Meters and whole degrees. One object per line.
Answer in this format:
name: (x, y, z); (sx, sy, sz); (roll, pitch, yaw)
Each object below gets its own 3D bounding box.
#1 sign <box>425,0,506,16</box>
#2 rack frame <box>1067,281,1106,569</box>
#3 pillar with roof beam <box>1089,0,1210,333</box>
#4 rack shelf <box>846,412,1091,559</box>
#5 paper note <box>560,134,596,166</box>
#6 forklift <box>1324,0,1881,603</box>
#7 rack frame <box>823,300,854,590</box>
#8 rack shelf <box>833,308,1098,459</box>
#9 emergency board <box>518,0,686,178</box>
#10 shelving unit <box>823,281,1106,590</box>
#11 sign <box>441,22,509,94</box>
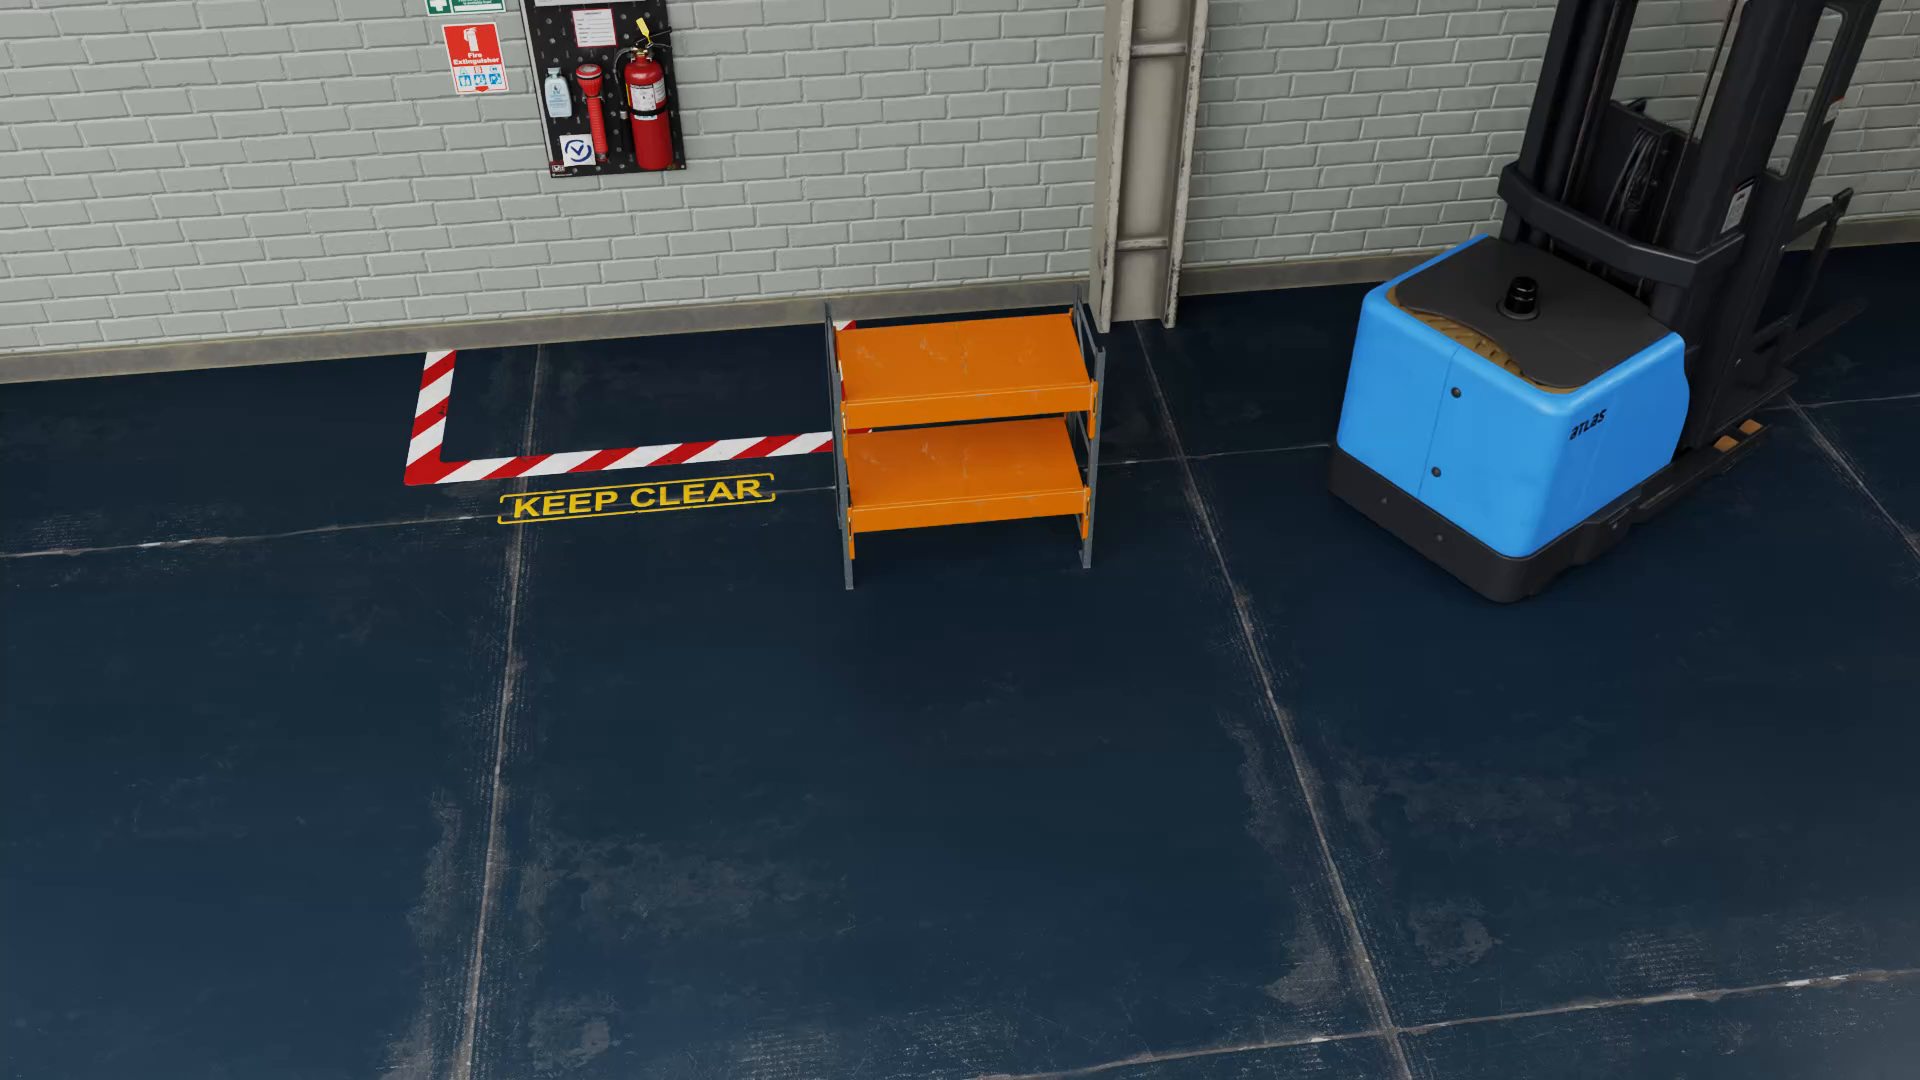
sign: (-2.132, -2.316, 7.156); (0.331, 0.109, 0.001); (-5, 42, -6)
rack frame: (0.511, -0.462, 6.923); (0.032, 1.125, 0.500); (-5, 42, -6)
pillar with roof beam: (1.437, -1.649, 2.360); (0.400, 9.000, 9.100); (-5, 42, -6)
rack shelf: (0.007, -0.237, 7.038); (1.000, 0.278, 0.538); (-5, 42, -6)
paper note: (-1.761, -1.795, 7.658); (0.142, 0.148, 0.016); (-5, 42, -6)
forklift: (3.100, -1.650, 6.890); (3.031, 2.935, 1.130); (-28, 49, -27)
rack frame: (-0.497, -0.374, 6.825); (0.032, 1.125, 0.500); (-5, 42, -6)
rack shelf: (0.007, -0.636, 6.678); (1.000, 0.278, 0.538); (-5, 42, -6)
emergency board: (-1.576, -2.091, 7.329); (0.643, 1.169, 0.194); (-5, 42, -6)
shelving unit: (0.007, -0.418, 6.874); (1.048, 1.125, 0.538); (-5, 42, -6)
sign: (-2.138, -2.125, 7.340); (0.234, 0.329, 0.001); (-5, 42, -6)
